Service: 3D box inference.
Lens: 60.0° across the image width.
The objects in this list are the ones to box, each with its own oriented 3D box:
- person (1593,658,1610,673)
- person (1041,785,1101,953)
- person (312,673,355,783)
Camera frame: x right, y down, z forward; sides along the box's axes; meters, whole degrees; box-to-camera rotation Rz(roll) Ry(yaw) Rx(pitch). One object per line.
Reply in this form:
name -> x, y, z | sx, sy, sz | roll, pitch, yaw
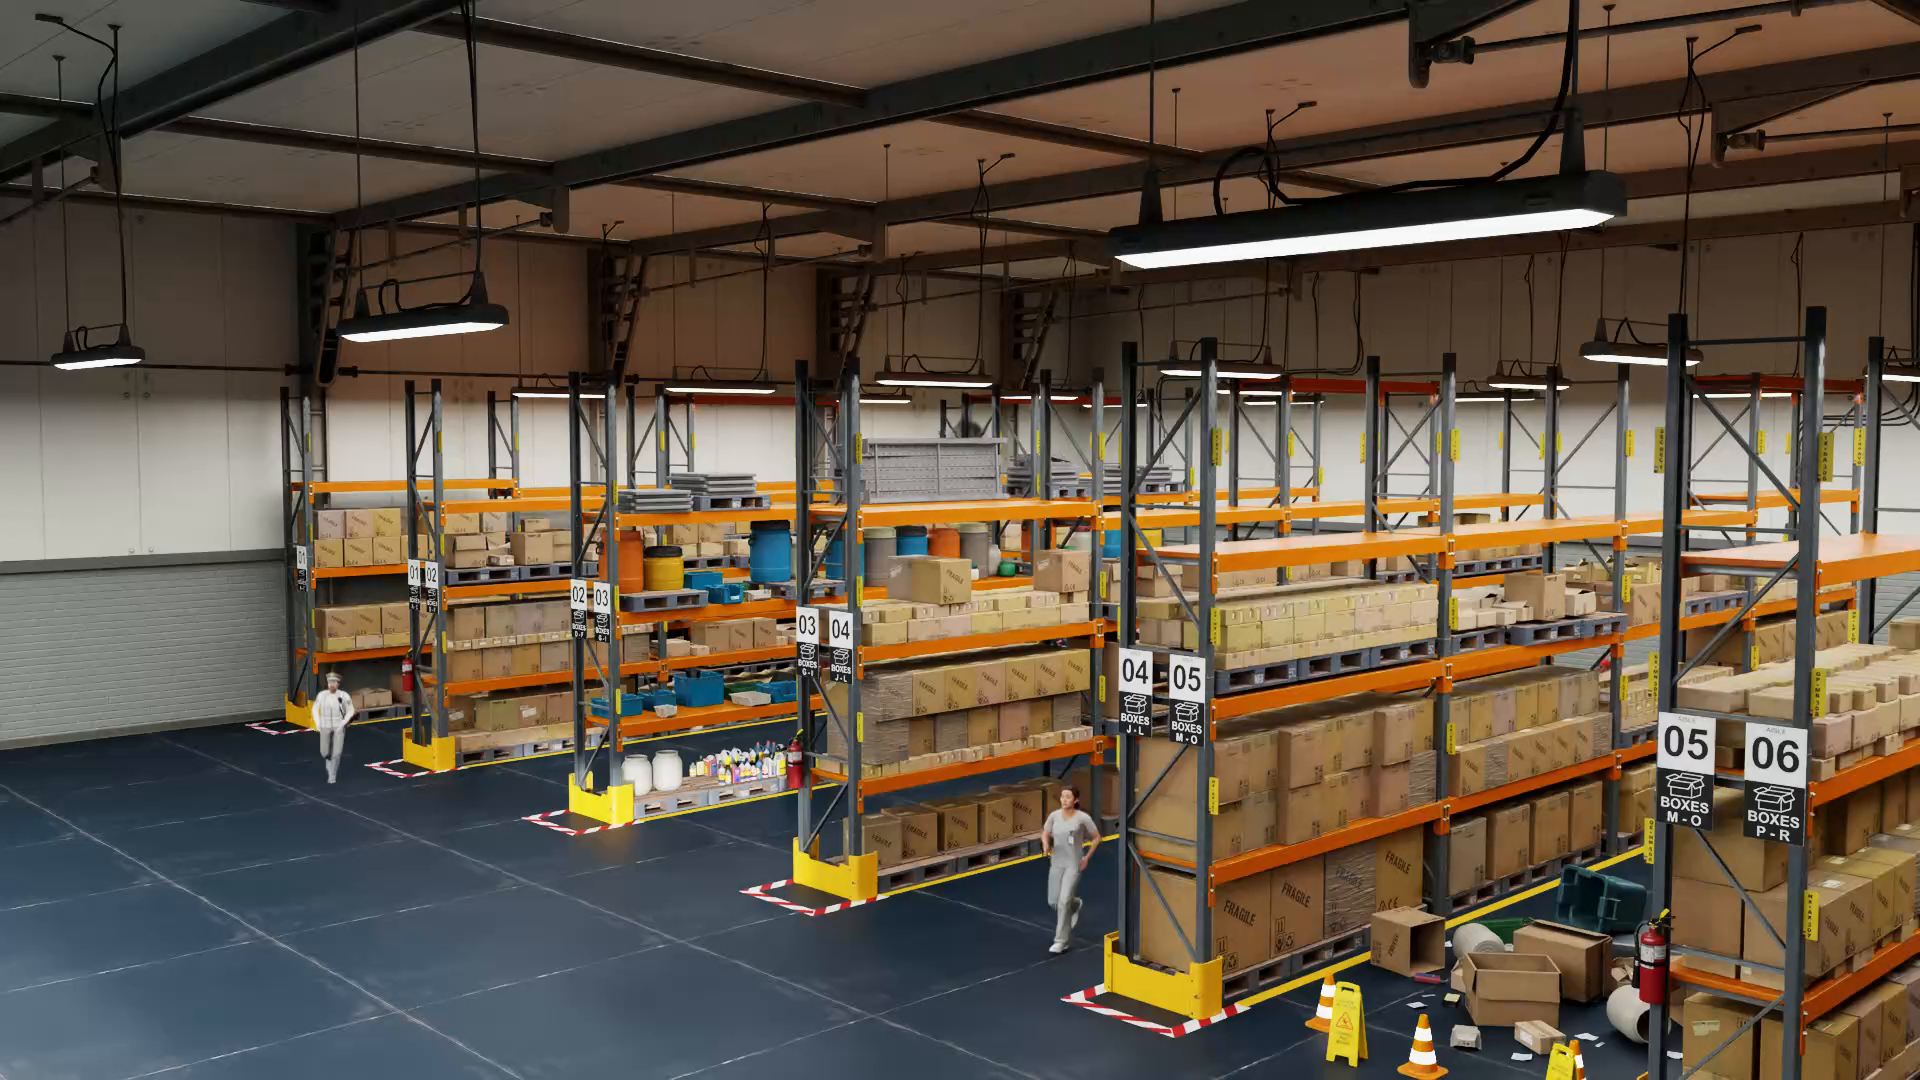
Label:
person -> 9.708, 2.676, 24.971 | 0.925, 1.830, 0.674 | -3, 5, -39
person -> 1.110, 3.270, 16.741 | 0.595, 1.643, 0.777 | 2, 4, 27
person -> -9.322, 2.776, 24.747 | 0.602, 1.643, 0.525 | -1, 4, -17
